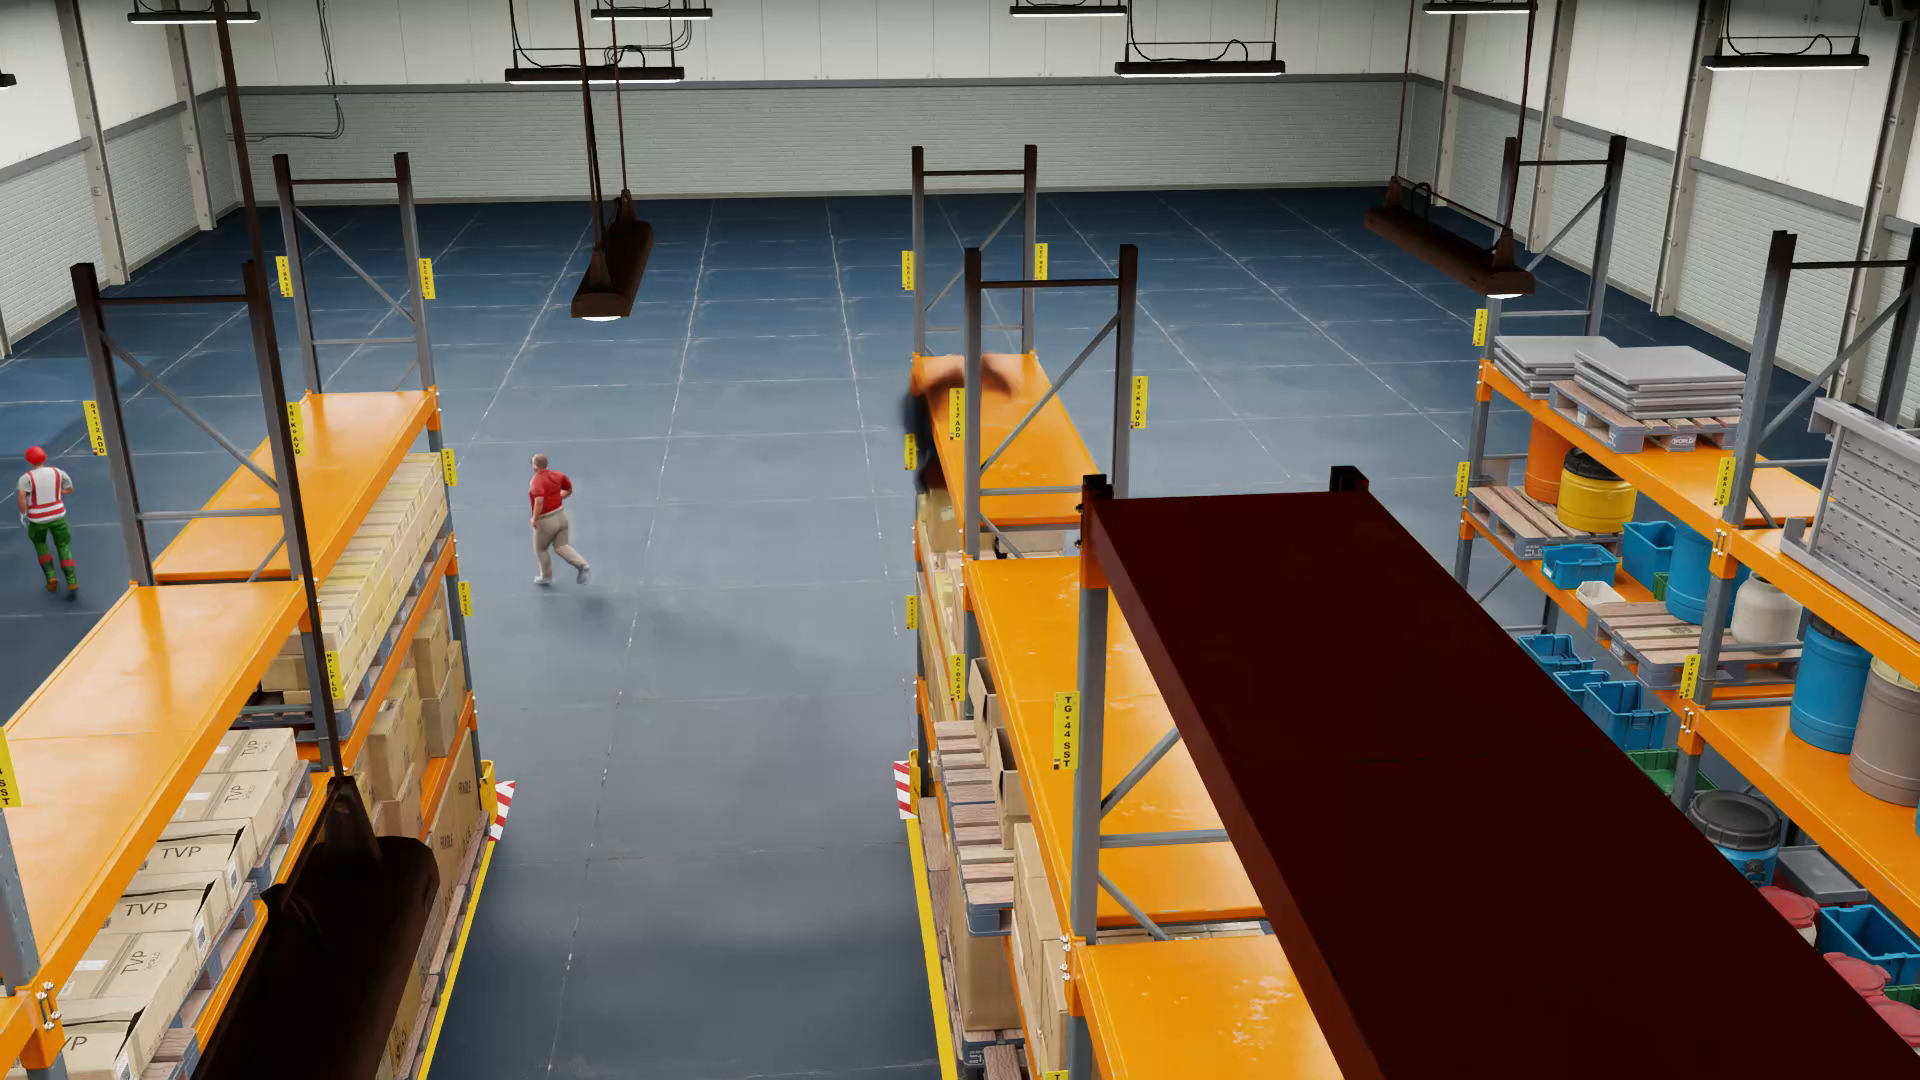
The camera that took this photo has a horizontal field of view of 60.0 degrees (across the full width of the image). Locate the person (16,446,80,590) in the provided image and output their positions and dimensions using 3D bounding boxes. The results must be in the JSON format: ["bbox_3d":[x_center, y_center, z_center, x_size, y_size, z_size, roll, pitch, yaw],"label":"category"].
[{"bbox_3d":[-10.852,-0.234,19.812,0.664,1.852,0.760,-17,27,-37],"label":"person"}]

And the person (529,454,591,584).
[{"bbox_3d":[-4.853,-0.197,19.857,0.947,1.724,0.686,13,25,30],"label":"person"}]
